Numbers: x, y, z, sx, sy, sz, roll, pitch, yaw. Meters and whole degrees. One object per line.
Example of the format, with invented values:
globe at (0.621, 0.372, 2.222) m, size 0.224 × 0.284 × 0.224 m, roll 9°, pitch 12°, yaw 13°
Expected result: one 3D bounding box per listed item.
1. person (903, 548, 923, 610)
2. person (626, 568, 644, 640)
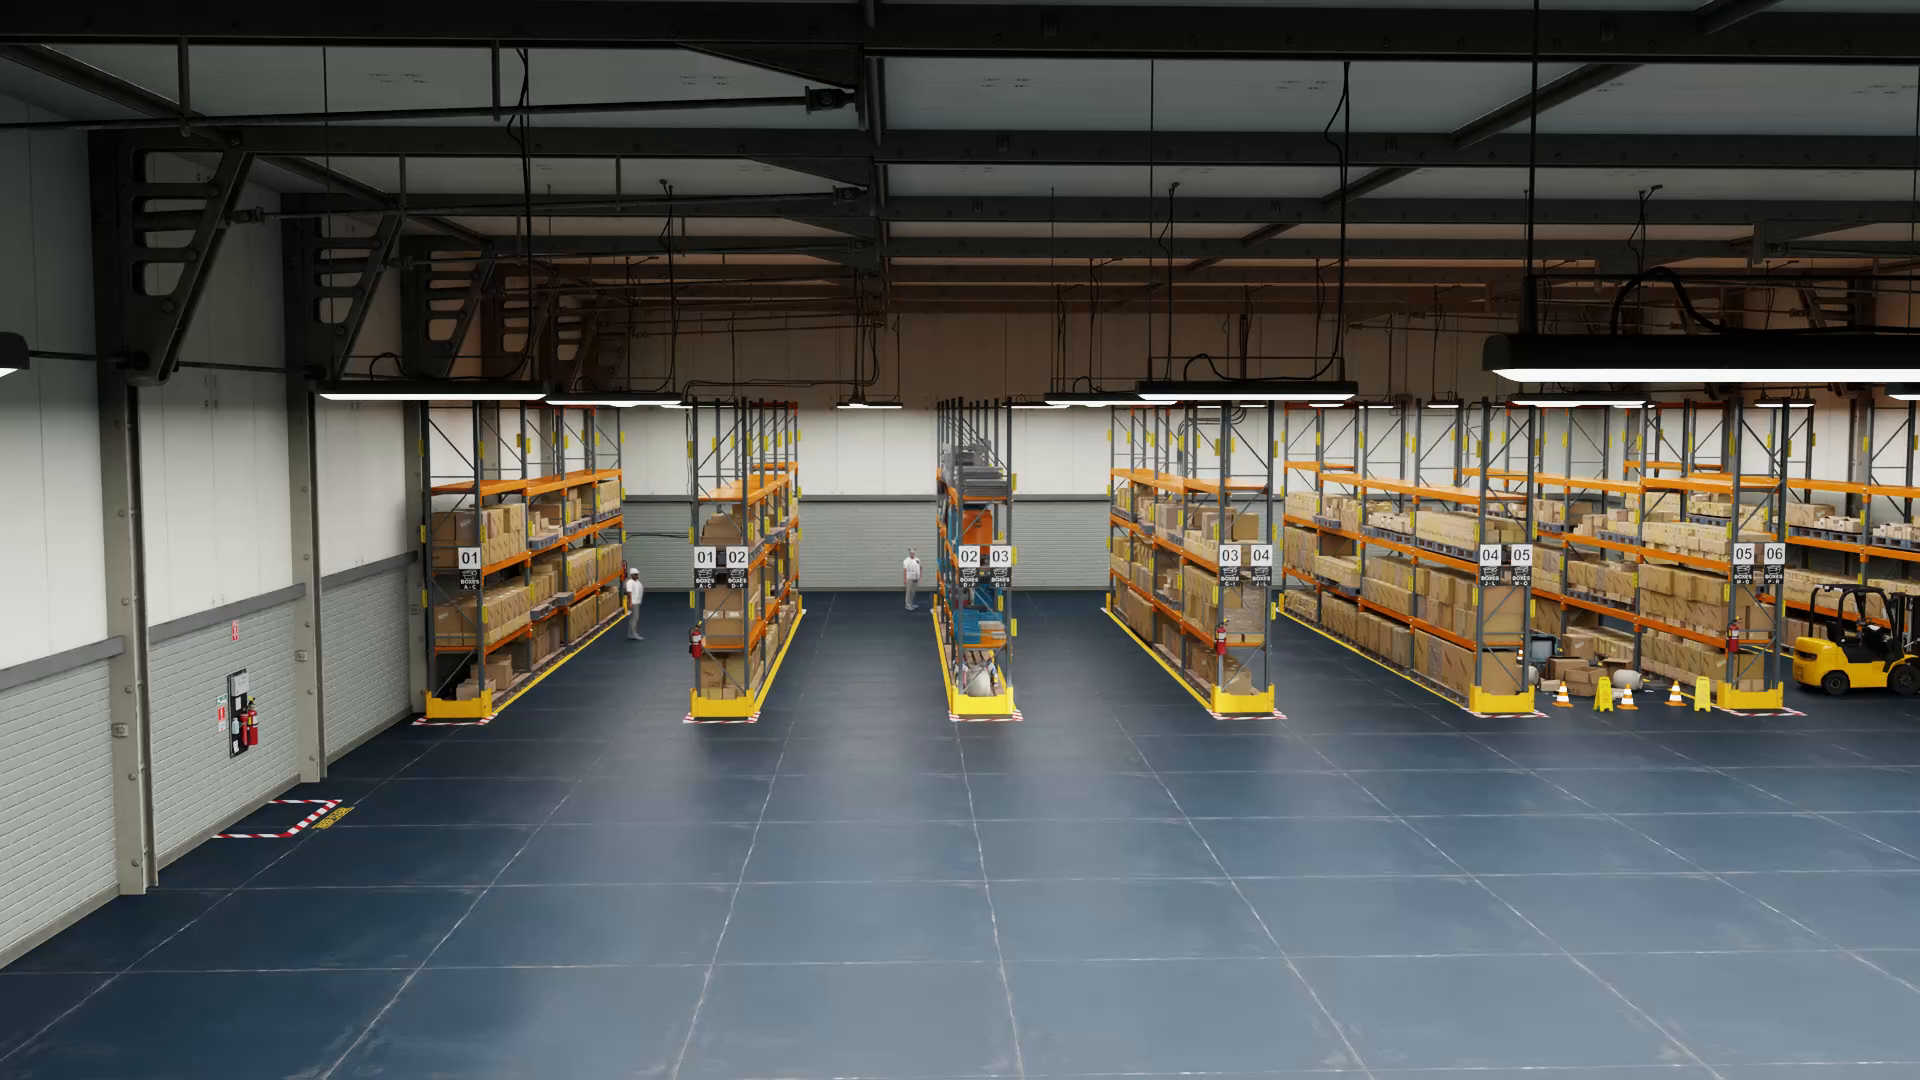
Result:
person at (-1.362, 1.122, 48.224) m, size 0.458 × 1.791 × 0.562 m, roll 4°, pitch 6°, yaw 41°
person at (-8.182, 1.609, 41.922) m, size 0.411 × 1.786 × 0.673 m, roll 0°, pitch 4°, yaw 3°
